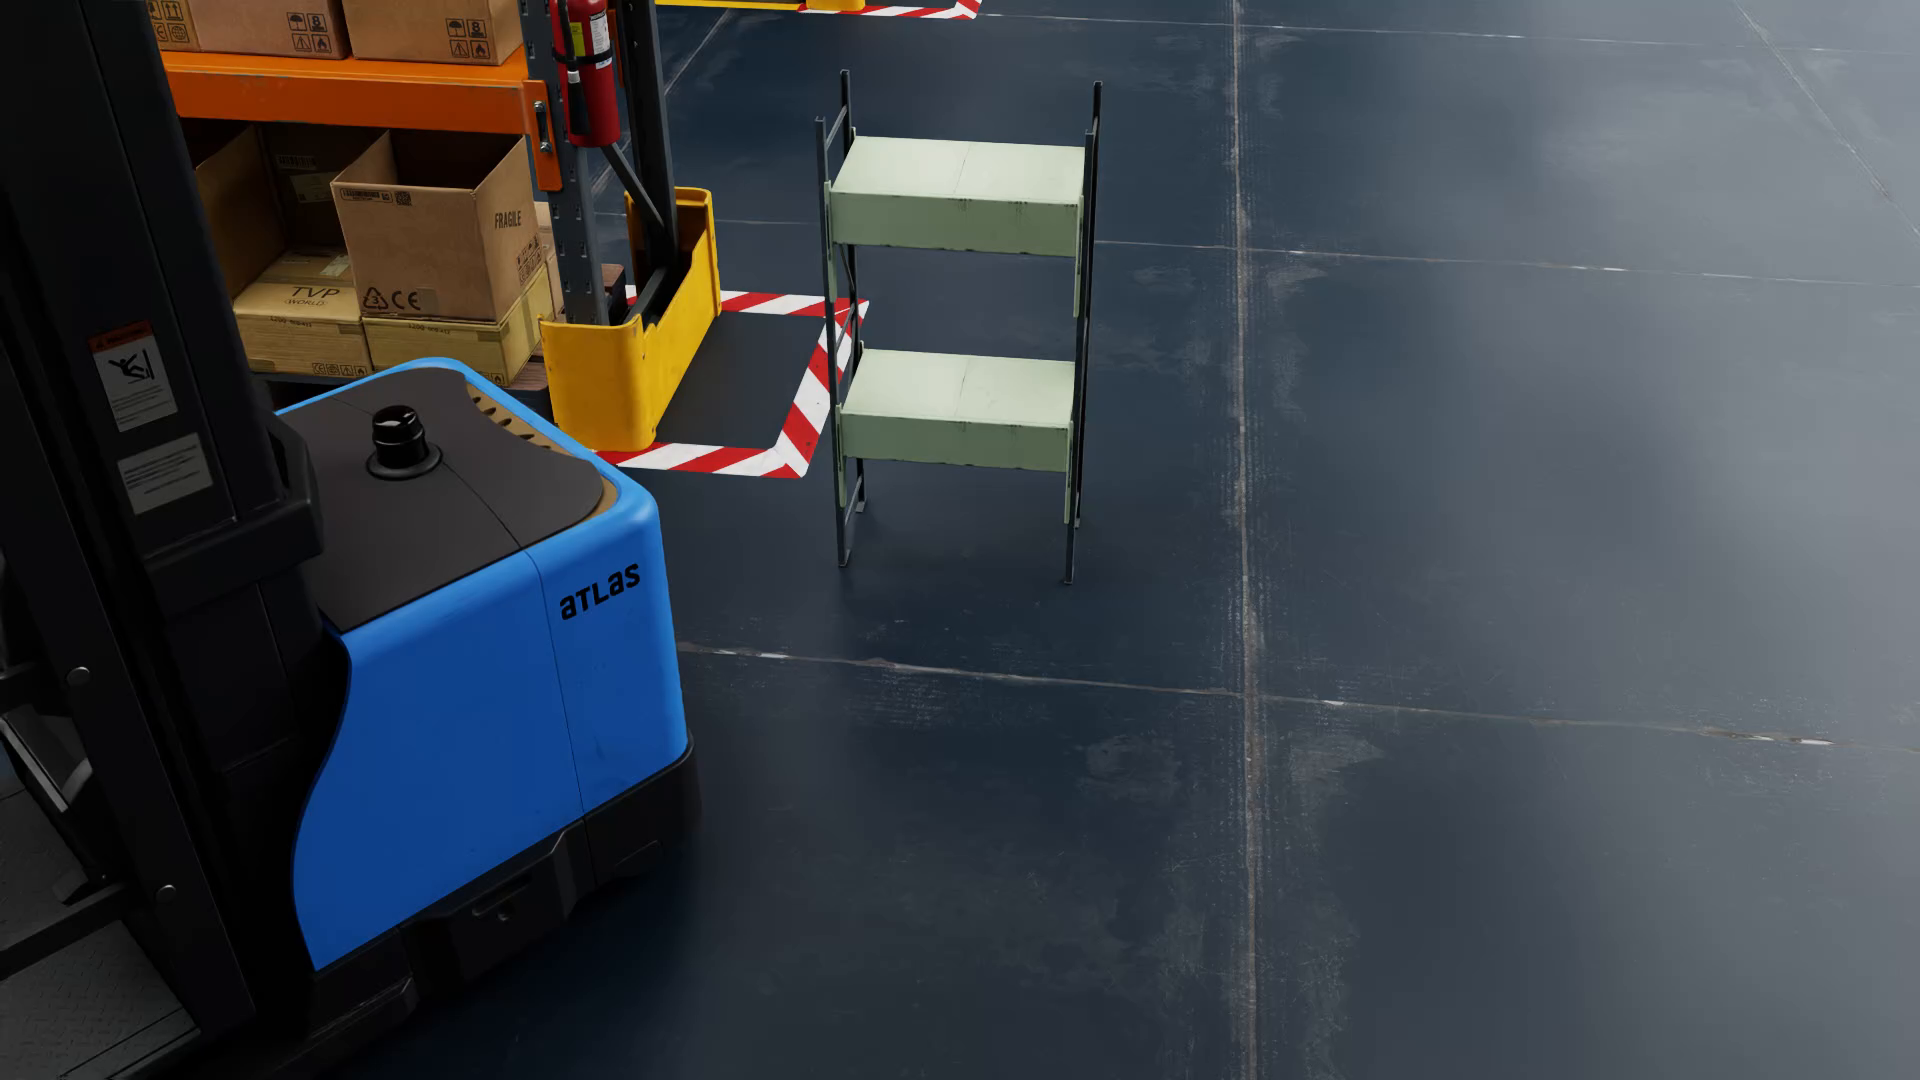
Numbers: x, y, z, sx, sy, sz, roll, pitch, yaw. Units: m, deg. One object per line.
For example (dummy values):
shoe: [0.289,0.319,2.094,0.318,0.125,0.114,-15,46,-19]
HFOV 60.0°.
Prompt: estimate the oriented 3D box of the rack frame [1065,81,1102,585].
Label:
rack frame: [0.370,-0.583,5.017,0.023,1.500,0.400,4,36,6]

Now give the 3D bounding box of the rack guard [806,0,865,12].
rack guard: [-0.685,-3.694,10.236,0.348,0.500,1.175,4,36,6]

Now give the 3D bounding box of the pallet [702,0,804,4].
pallet: [-1.490,-3.639,10.408,1.213,0.211,1.003,4,36,6]

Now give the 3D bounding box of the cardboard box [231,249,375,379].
cardboard box: [-2.305,-0.830,6.077,0.500,0.250,0.500,4,36,6]

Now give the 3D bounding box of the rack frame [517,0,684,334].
rack frame: [-1.238,-1.879,5.541,0.127,3.000,1.000,4,36,6]

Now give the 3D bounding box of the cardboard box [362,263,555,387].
cardboard box: [-1.807,-0.800,6.035,0.500,0.250,0.500,4,36,6]

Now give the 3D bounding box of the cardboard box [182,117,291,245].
cardboard box: [-2.735,-1.469,6.327,0.500,0.500,0.500,4,36,6]

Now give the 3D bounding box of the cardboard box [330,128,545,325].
cardboard box: [-1.808,-1.104,5.816,0.500,0.500,0.500,4,36,6]

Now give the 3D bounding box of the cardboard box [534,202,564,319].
cardboard box: [-1.741,-1.098,6.453,0.500,0.250,0.500,4,36,6]

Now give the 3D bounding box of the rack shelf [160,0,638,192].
rack shelf: [-3.222,-1.734,5.958,4.000,0.370,1.077,4,36,6]

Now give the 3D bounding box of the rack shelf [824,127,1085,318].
rack shelf: [0.007,-0.928,4.828,0.720,0.370,0.431,4,36,6]

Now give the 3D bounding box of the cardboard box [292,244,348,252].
cardboard box: [-2.238,-1.133,6.502,0.500,0.250,0.500,4,36,6]

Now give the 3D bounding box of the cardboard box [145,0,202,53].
cardboard box: [-2.713,-2.038,5.678,0.500,0.500,0.700,4,36,6]

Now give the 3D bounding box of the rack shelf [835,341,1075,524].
rack shelf: [0.007,-0.345,5.244,0.720,0.370,0.431,4,36,6]

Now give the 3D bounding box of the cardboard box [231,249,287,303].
cardboard box: [-2.801,-0.866,6.128,0.500,0.250,0.500,4,36,6]

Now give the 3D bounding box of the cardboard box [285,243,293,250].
cardboard box: [-2.734,-1.170,6.554,0.500,0.250,0.500,4,36,6]

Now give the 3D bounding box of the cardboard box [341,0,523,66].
cardboard box: [-1.699,-1.961,5.571,0.500,0.500,0.700,4,36,6]

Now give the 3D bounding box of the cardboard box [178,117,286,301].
cardboard box: [-2.801,-1.169,5.907,0.500,0.500,0.500,4,36,6]

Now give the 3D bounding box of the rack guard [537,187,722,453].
rack guard: [-1.214,-0.860,6.265,0.348,0.500,1.175,4,36,6]

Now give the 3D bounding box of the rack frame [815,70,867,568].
rack frame: [-0.356,-0.637,5.093,0.023,1.500,0.400,4,36,6]

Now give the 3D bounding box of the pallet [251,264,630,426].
pallet: [-2.002,-0.776,6.397,1.213,0.211,1.003,4,36,6]

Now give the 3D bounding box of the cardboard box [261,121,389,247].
cardboard box: [-2.238,-1.439,6.286,0.500,0.500,0.500,4,36,6]

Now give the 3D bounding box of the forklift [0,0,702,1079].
forklift: [-2.089,-0.027,3.006,3.031,2.935,1.130,-29,45,-34]

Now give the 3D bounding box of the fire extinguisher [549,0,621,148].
fire extinguisher: [-1.180,-1.571,5.177,0.183,0.674,0.296,4,36,6]

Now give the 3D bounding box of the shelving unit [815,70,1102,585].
shelving unit: [0.007,-0.610,5.055,0.755,1.500,0.431,4,36,6]

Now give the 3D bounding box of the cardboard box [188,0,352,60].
cardboard box: [-2.221,-1.997,5.622,0.500,0.500,0.700,5,36,7]
